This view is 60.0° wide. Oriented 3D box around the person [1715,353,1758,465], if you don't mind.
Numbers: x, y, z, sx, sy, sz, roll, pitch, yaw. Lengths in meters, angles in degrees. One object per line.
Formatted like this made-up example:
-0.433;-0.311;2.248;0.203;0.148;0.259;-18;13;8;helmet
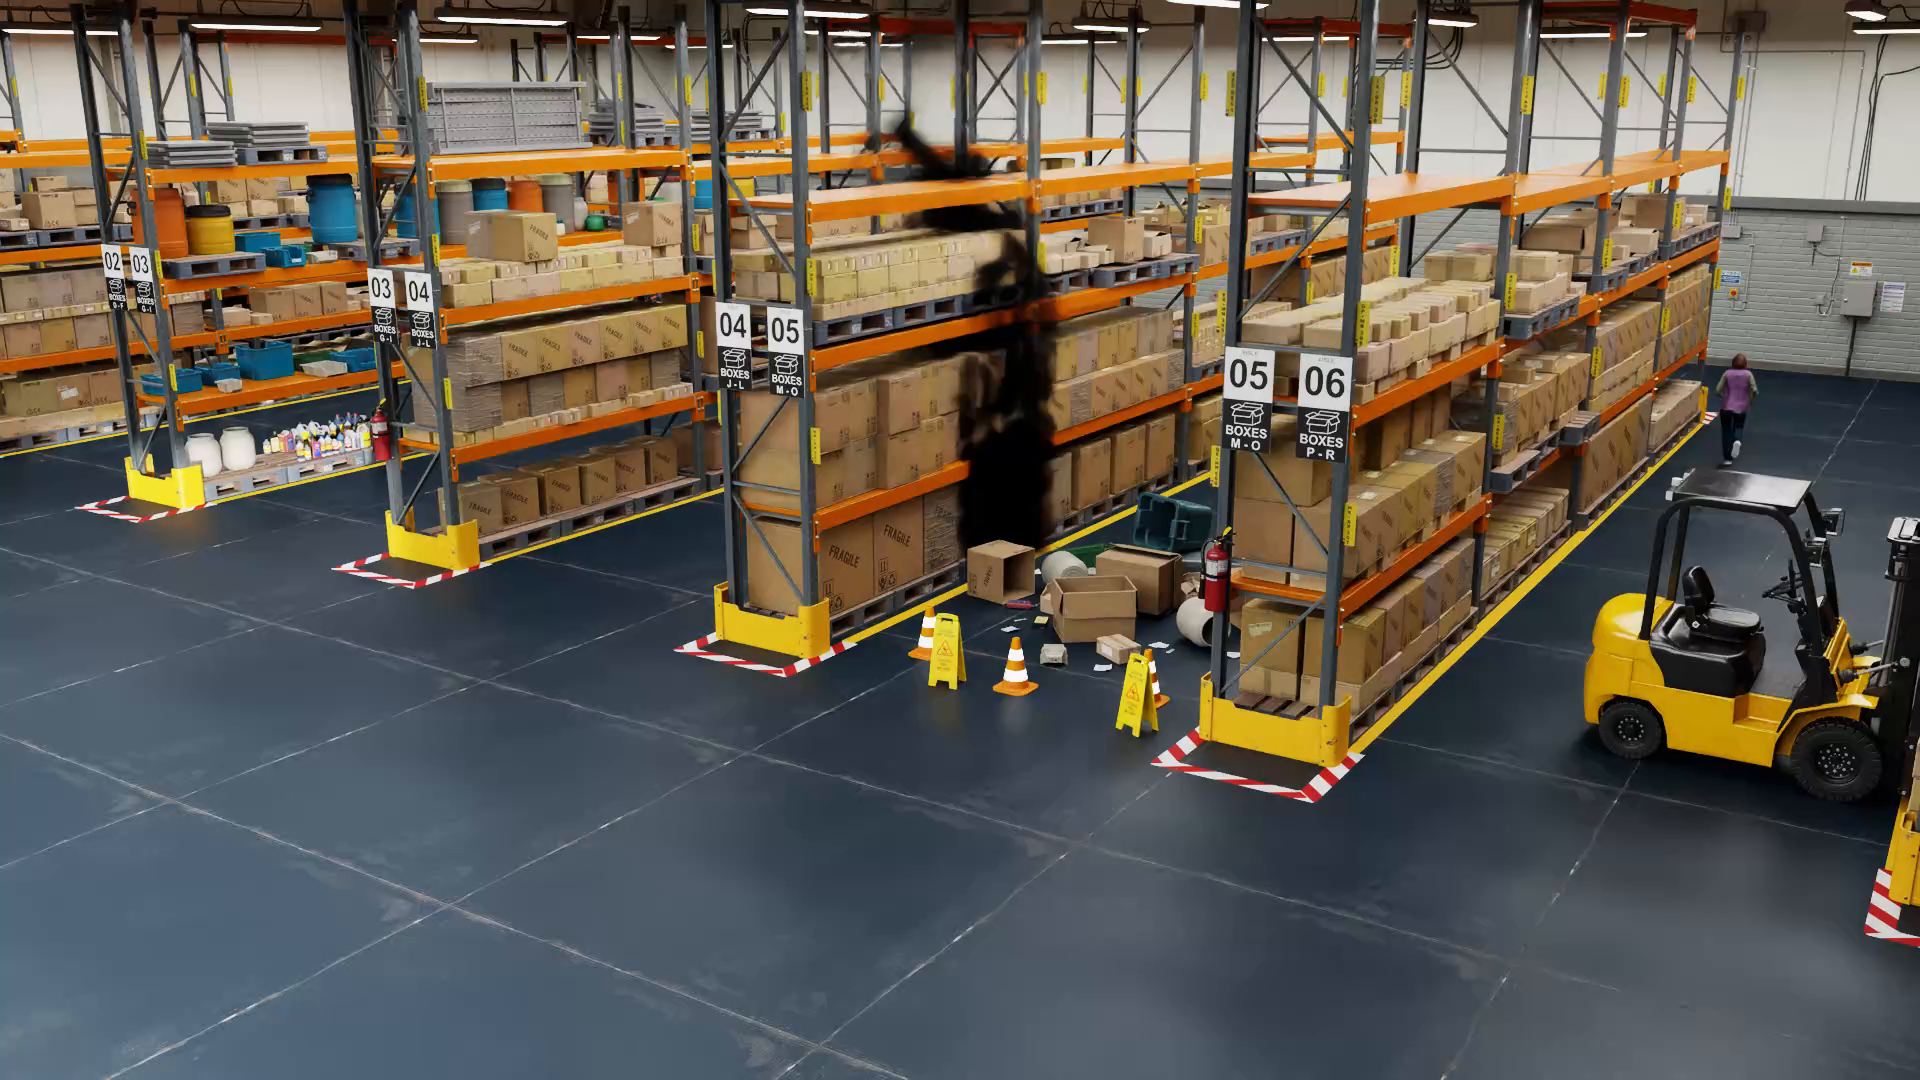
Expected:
10.605;-1.787;22.771;0.536;1.555;0.545;7;17;24;person

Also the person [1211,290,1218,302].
4.369;-3.292;27.913;0.674;1.799;0.772;13;20;38;person
